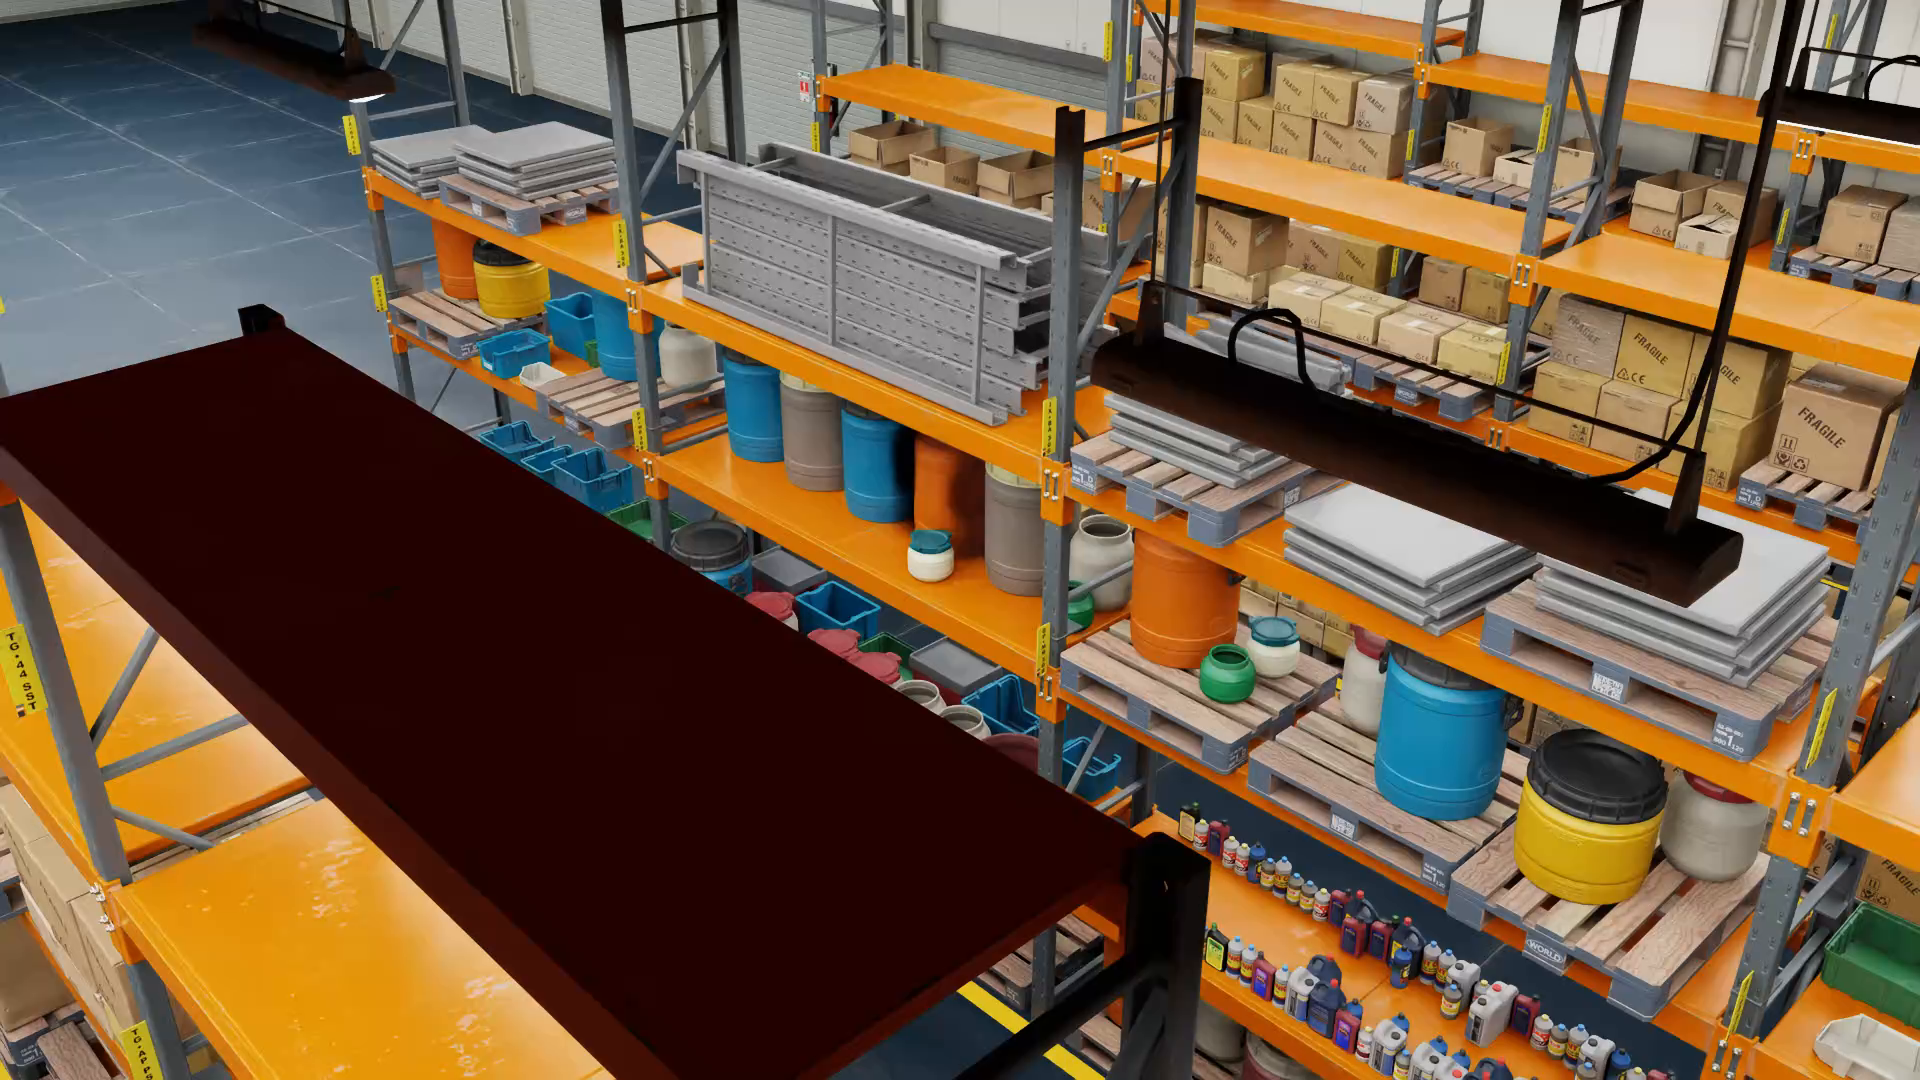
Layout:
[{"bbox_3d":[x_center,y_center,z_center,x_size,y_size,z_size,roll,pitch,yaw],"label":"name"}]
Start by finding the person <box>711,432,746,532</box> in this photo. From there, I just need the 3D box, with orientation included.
[{"bbox_3d":[-2.194,-0.224,15.509,0.425,1.691,0.462,-20,34,-32],"label":"person"}]
